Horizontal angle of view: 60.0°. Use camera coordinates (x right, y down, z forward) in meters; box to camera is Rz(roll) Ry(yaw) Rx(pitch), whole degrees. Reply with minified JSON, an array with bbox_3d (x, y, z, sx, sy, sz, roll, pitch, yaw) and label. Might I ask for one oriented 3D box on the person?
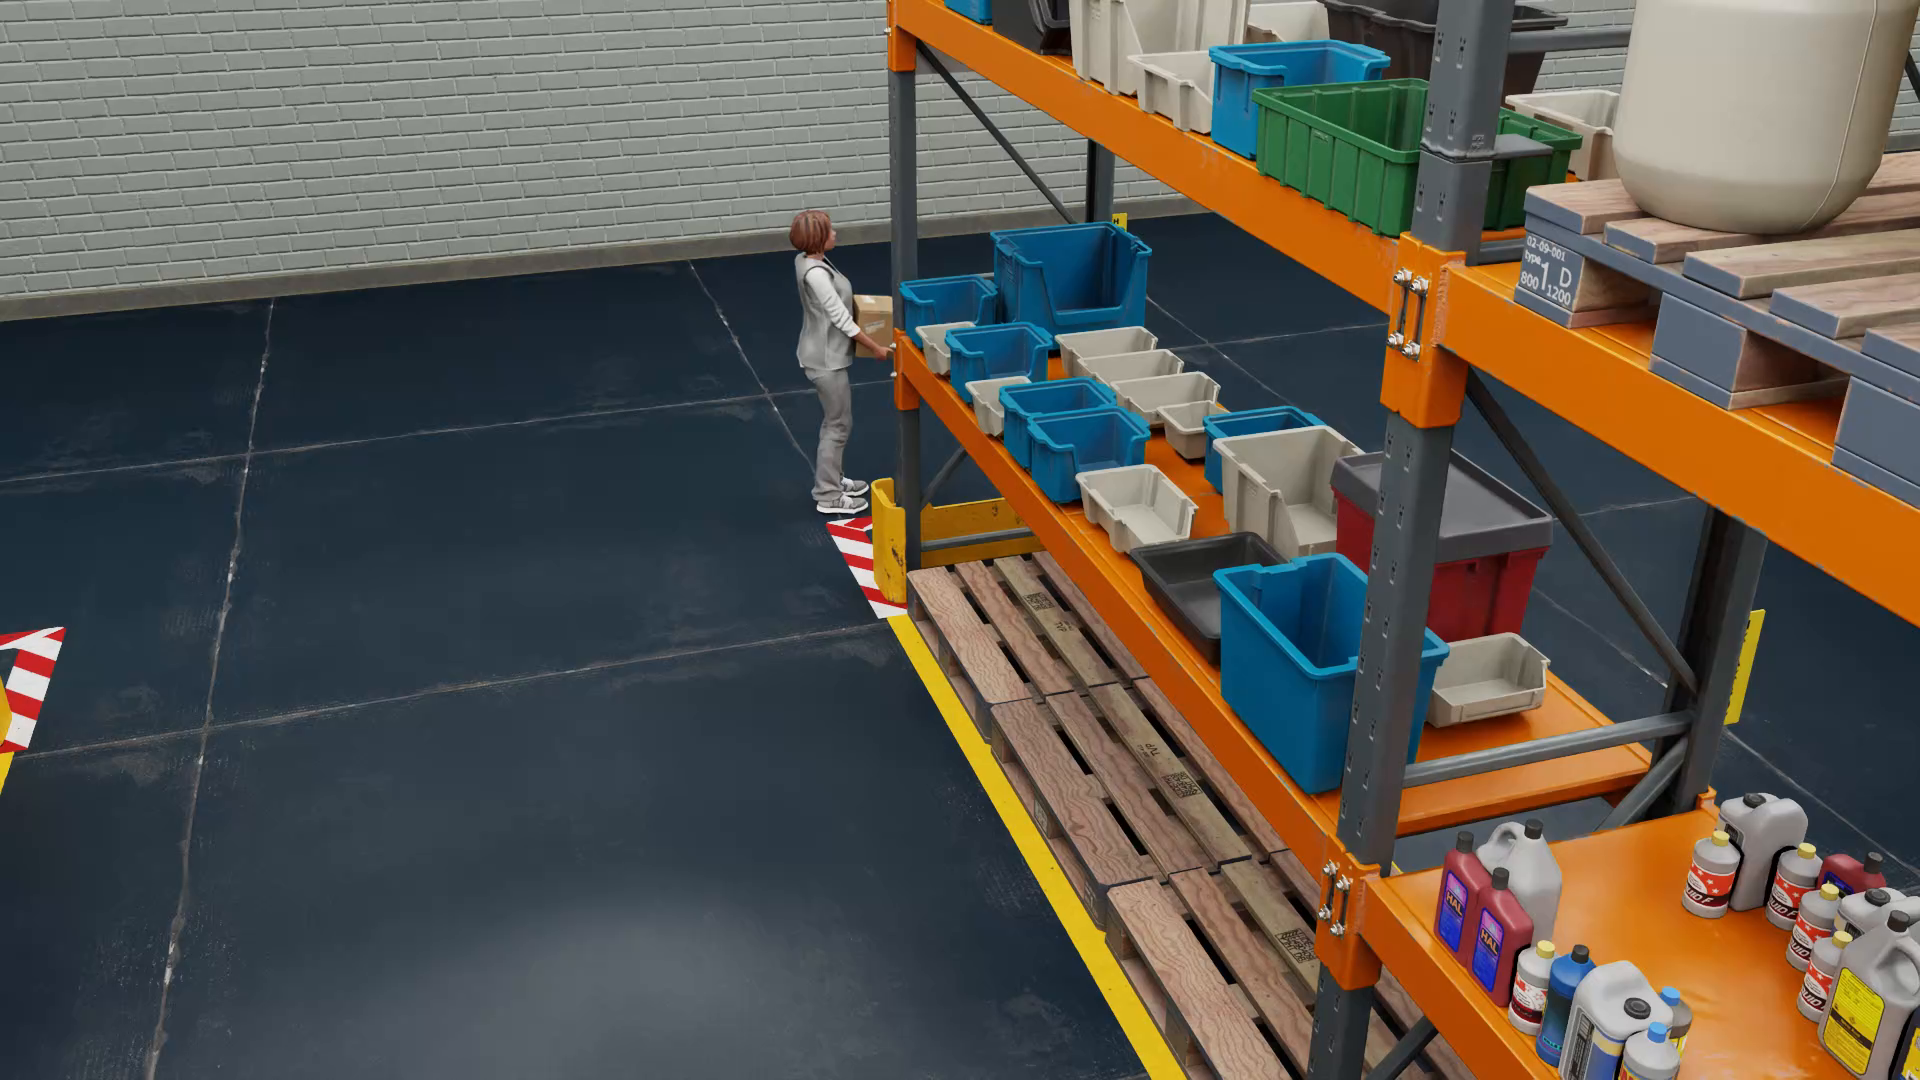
[{"bbox_3d":[-0.596,-0.920,8.548,0.500,1.588,0.407,-5,27,-10],"label":"person"}]
